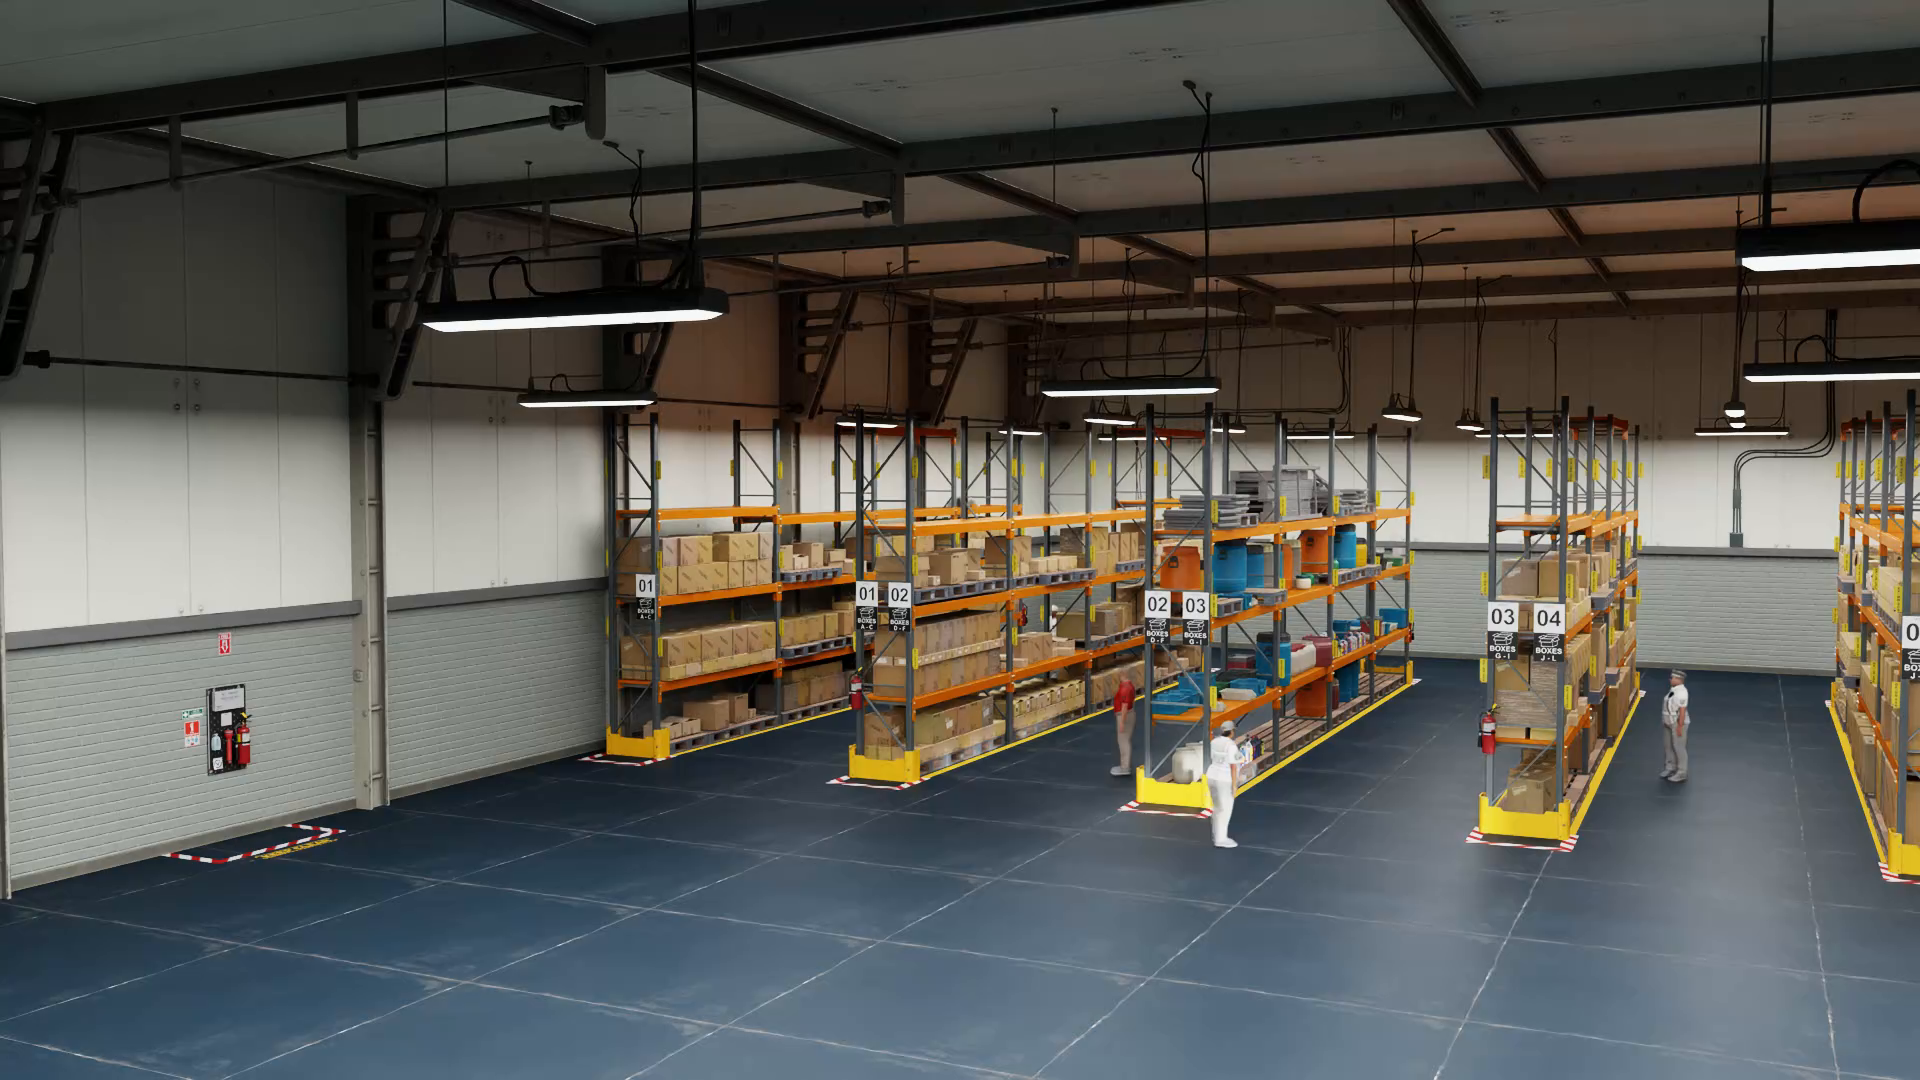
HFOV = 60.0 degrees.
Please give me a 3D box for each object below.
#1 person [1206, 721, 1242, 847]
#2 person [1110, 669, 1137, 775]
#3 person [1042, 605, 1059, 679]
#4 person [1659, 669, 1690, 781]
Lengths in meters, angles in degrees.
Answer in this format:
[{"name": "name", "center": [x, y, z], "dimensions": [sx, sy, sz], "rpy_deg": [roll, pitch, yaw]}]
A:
[{"name": "person", "center": [3.528, 3.238, 22.128], "dimensions": [0.439, 1.672, 0.501], "rpy_deg": [-1, 3, -26]}, {"name": "person", "center": [2.697, 2.978, 27.392], "dimensions": [0.422, 1.727, 0.586], "rpy_deg": [1, 3, 17]}, {"name": "person", "center": [2.120, 2.452, 39.724], "dimensions": [0.643, 1.796, 0.628], "rpy_deg": [2, 3, 44]}, {"name": "person", "center": [11.573, 2.977, 26.919], "dimensions": [0.419, 1.779, 0.580], "rpy_deg": [0, 2, -4]}]
